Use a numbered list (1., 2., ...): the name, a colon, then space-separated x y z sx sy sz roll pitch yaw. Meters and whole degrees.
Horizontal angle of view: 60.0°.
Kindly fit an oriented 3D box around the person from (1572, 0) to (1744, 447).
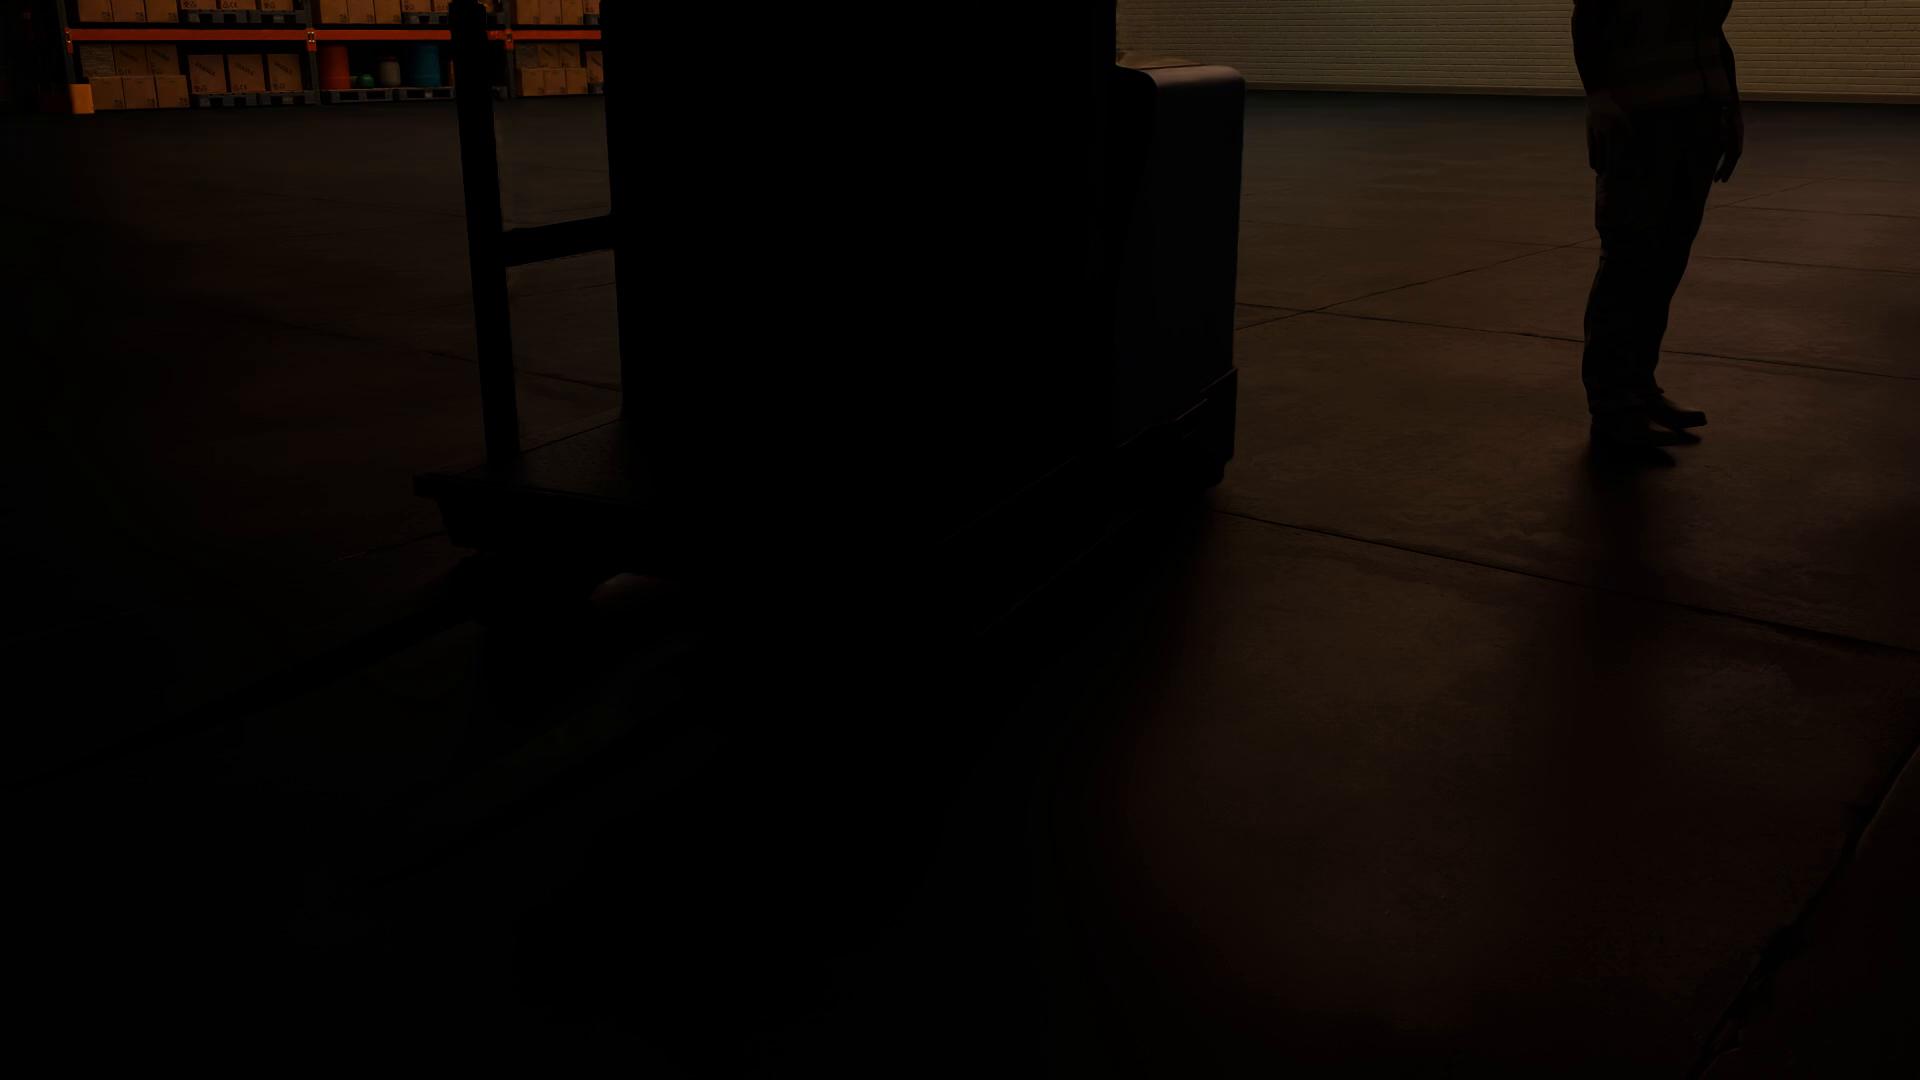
1. person: 2.085 -1.203 4.812 0.660 1.783 0.578 -10 20 -30

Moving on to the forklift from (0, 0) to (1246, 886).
1. forklift: -0.339 -1.240 2.982 1.130 2.935 3.031 8 18 23
